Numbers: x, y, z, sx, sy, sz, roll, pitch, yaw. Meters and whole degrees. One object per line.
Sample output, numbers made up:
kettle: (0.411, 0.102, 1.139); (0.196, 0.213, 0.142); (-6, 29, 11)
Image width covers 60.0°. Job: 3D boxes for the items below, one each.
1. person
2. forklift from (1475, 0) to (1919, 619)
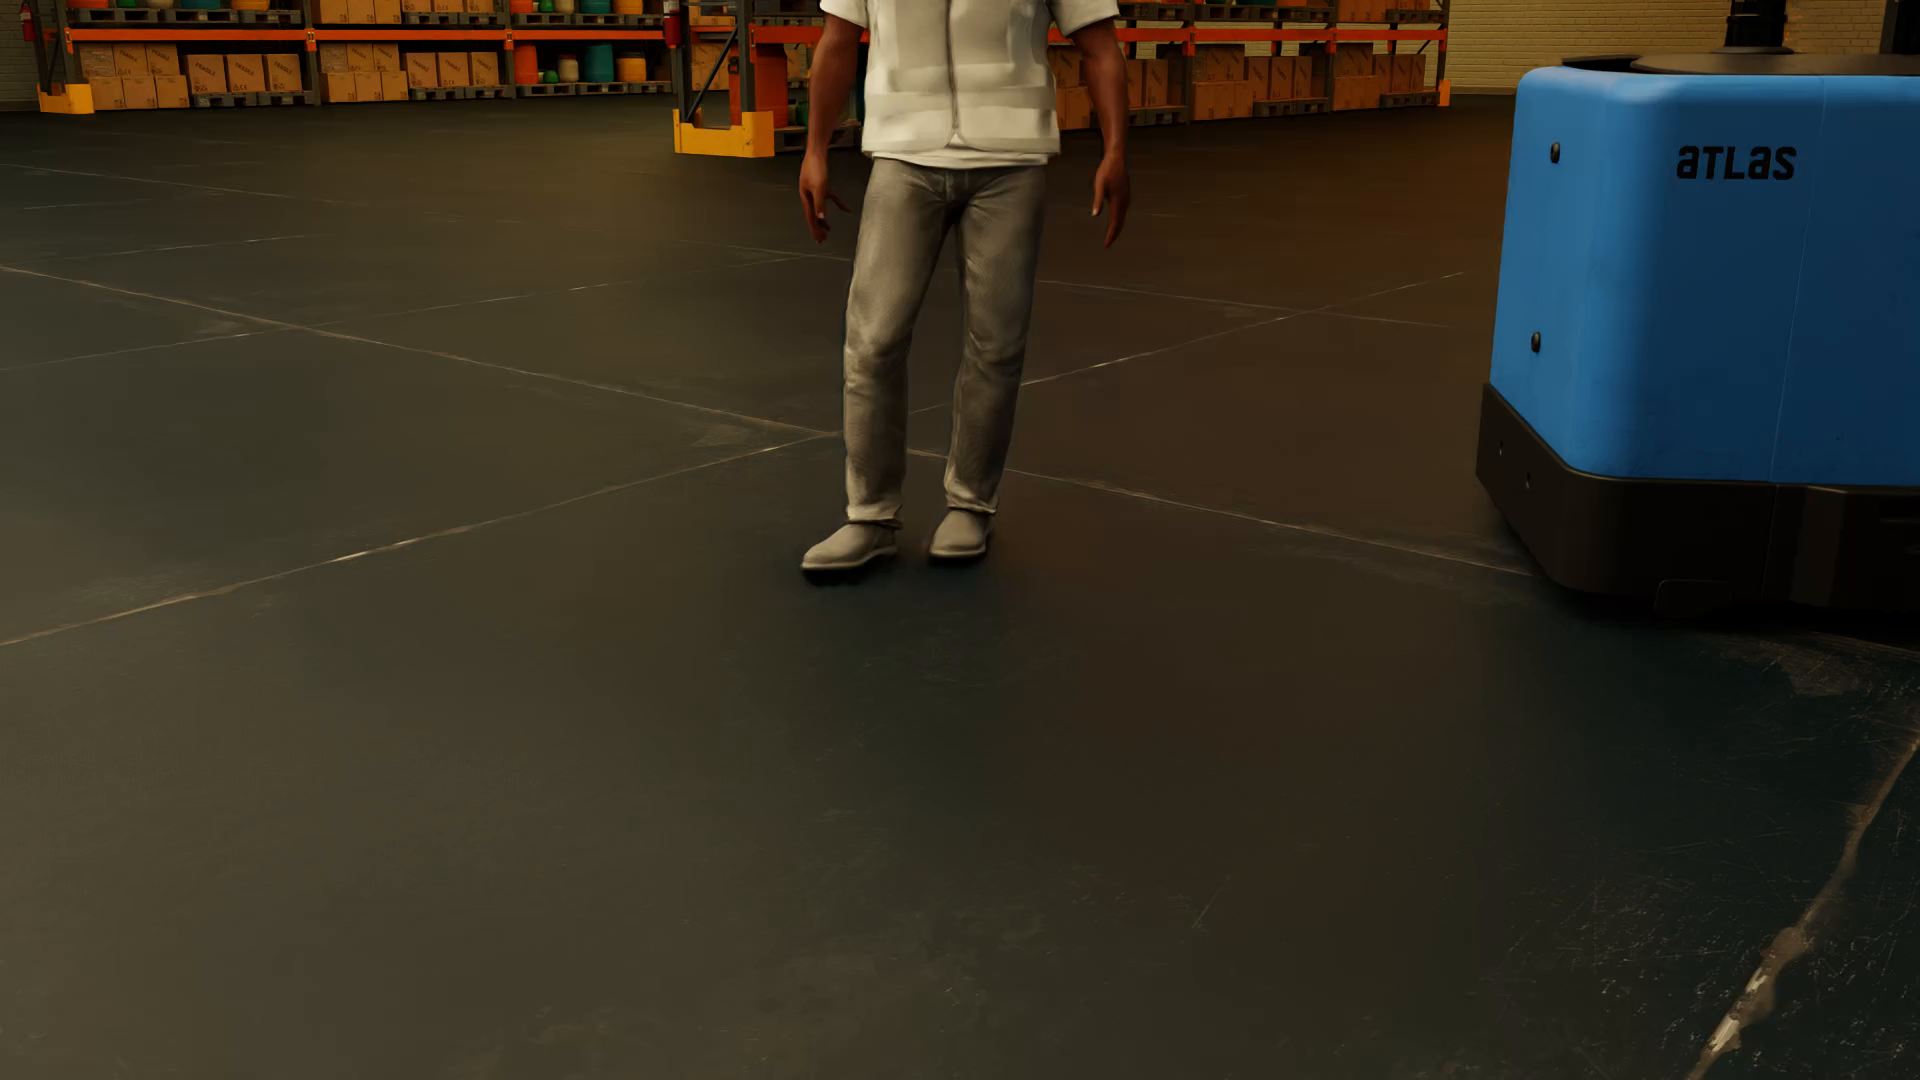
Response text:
person: (0.003, -0.799, 3.580); (0.716, 1.762, 0.474); (0, 17, 2)
forklift: (2.771, -1.326, 3.263); (3.031, 2.935, 1.130); (2, 17, 6)
